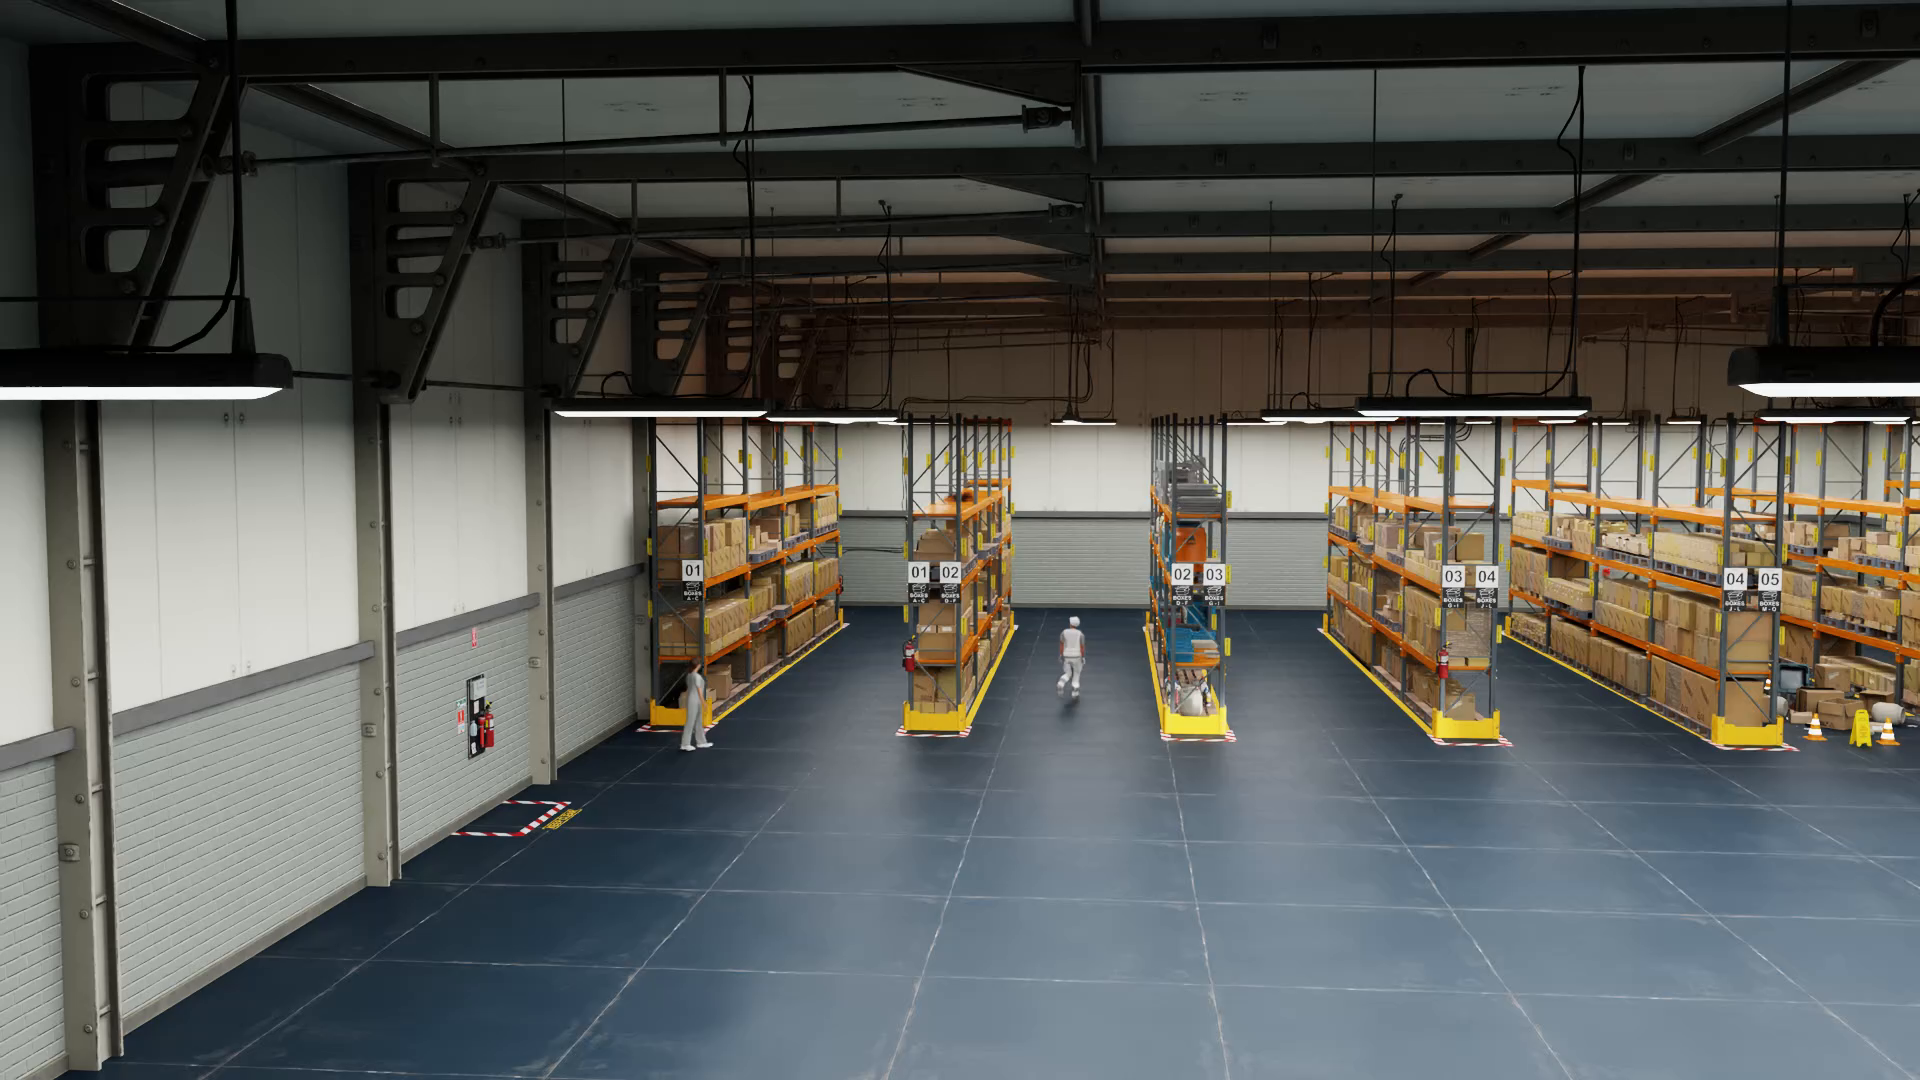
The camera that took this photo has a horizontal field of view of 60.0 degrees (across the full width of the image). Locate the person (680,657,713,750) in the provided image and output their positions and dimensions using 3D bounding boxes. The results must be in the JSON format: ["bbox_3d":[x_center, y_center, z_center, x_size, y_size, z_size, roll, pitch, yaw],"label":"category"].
[{"bbox_3d":[-4.678,2.904,29.558,0.594,1.662,0.494,-1,4,-14],"label":"person"}]

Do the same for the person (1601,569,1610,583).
[{"bbox_3d":[18.309,1.681,47.084,1.013,1.752,0.595,0,4,1],"label":"person"}]

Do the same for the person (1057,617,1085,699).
[{"bbox_3d":[2.337,2.481,34.981,0.570,1.759,0.725,3,5,40],"label":"person"}]
